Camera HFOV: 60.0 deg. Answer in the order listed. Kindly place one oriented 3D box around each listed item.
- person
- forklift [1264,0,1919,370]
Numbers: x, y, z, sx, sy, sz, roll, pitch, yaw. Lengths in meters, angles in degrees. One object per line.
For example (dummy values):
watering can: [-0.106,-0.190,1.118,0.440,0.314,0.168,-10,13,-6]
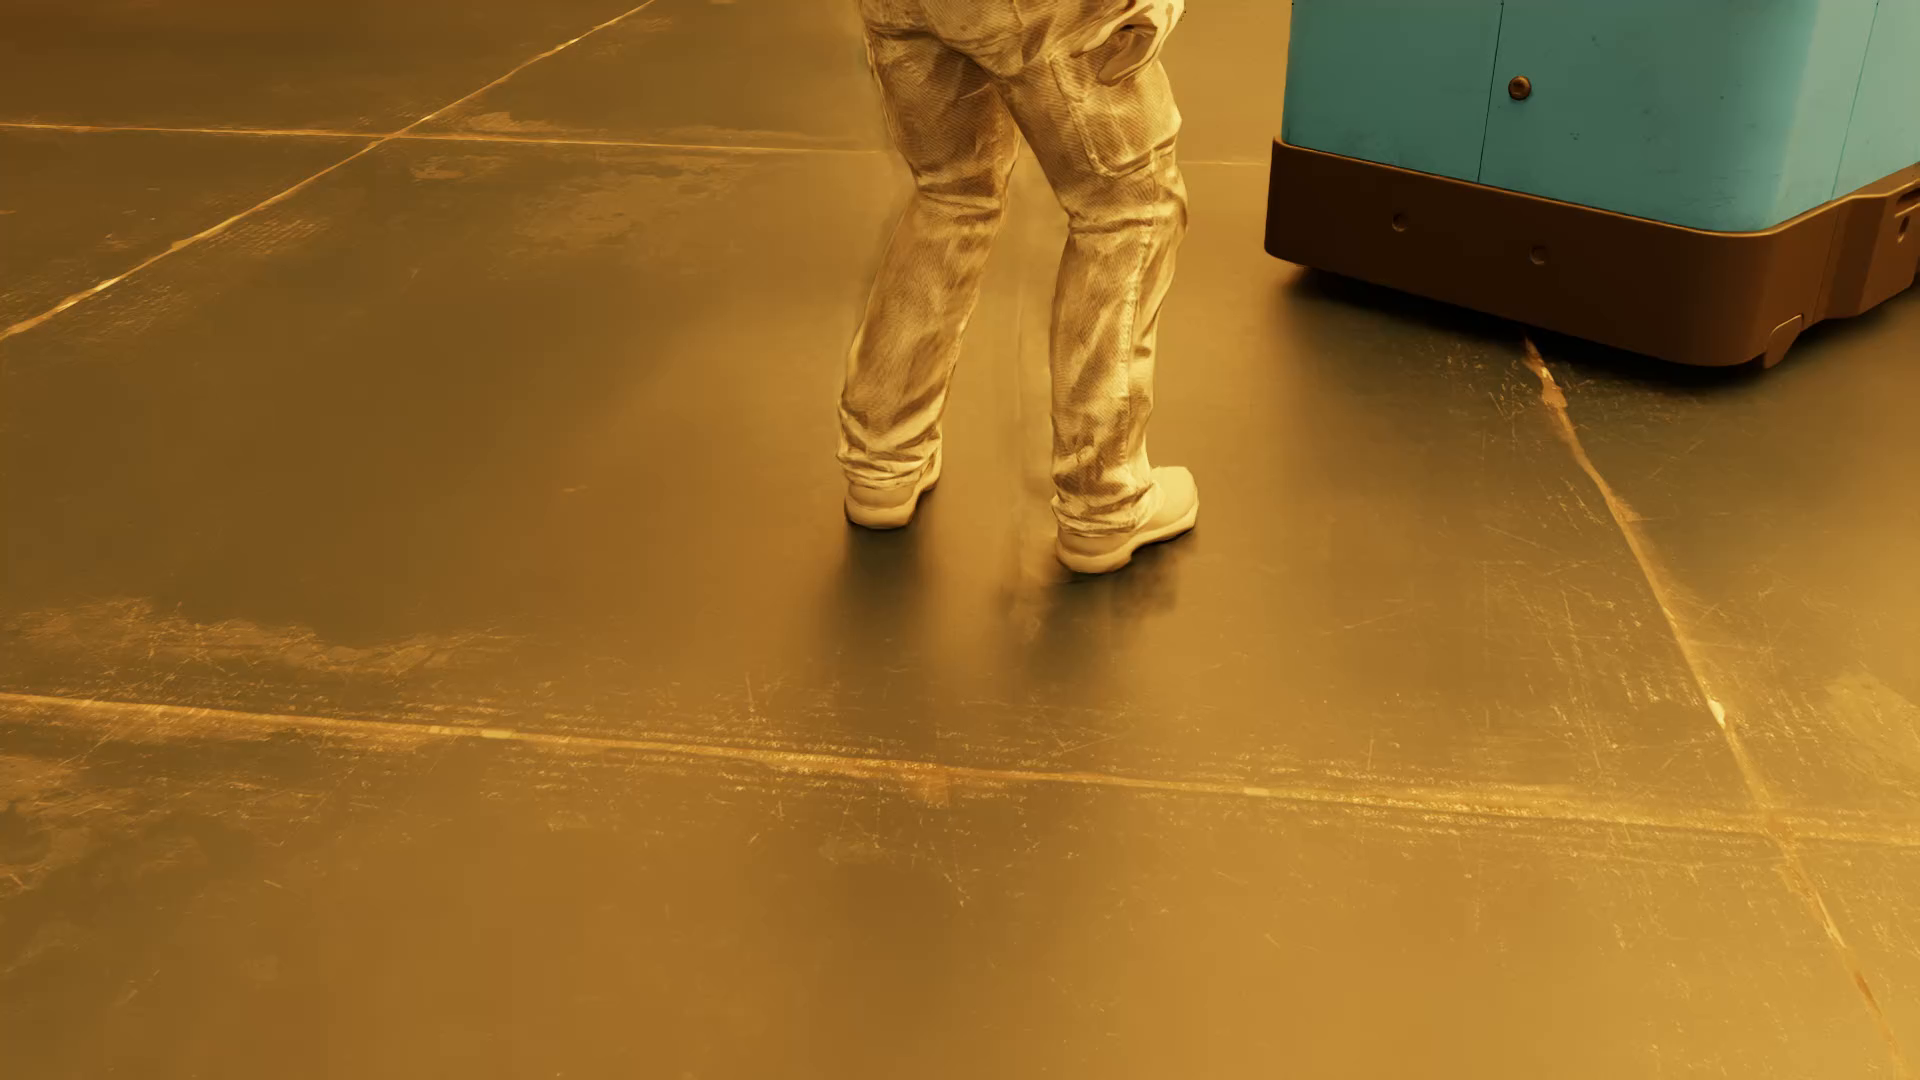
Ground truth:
person: [0.062,-0.819,2.185,0.512,1.756,0.660,-21,33,-36]
forklift: [2.074,-2.169,3.565,3.031,2.935,1.130,-23,34,-38]
